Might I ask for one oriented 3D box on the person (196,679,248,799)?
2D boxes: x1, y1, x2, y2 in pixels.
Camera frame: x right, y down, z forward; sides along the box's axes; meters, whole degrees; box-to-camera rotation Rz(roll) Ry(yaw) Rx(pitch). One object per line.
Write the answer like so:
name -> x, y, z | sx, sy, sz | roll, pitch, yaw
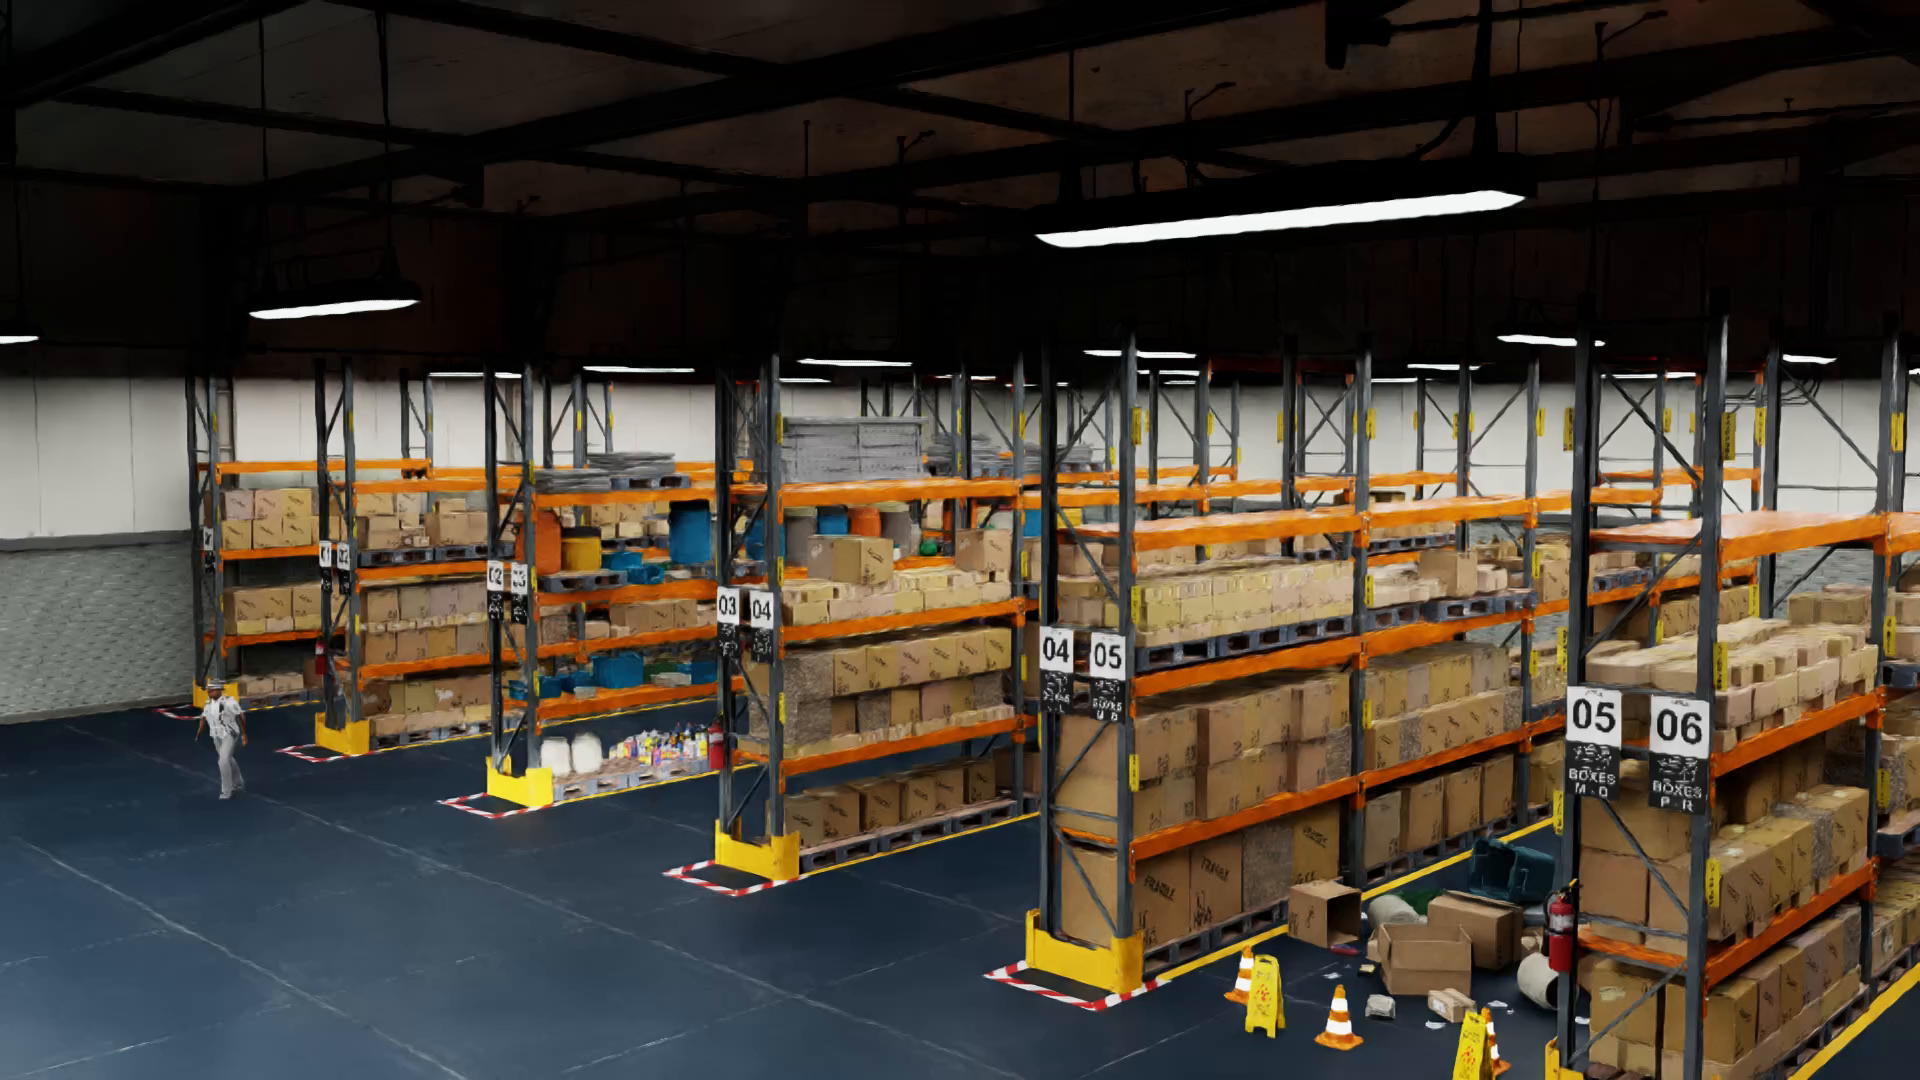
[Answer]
person -> -9.880, 2.641, 22.381 | 0.622, 1.613, 0.771 | 2, 5, 23
